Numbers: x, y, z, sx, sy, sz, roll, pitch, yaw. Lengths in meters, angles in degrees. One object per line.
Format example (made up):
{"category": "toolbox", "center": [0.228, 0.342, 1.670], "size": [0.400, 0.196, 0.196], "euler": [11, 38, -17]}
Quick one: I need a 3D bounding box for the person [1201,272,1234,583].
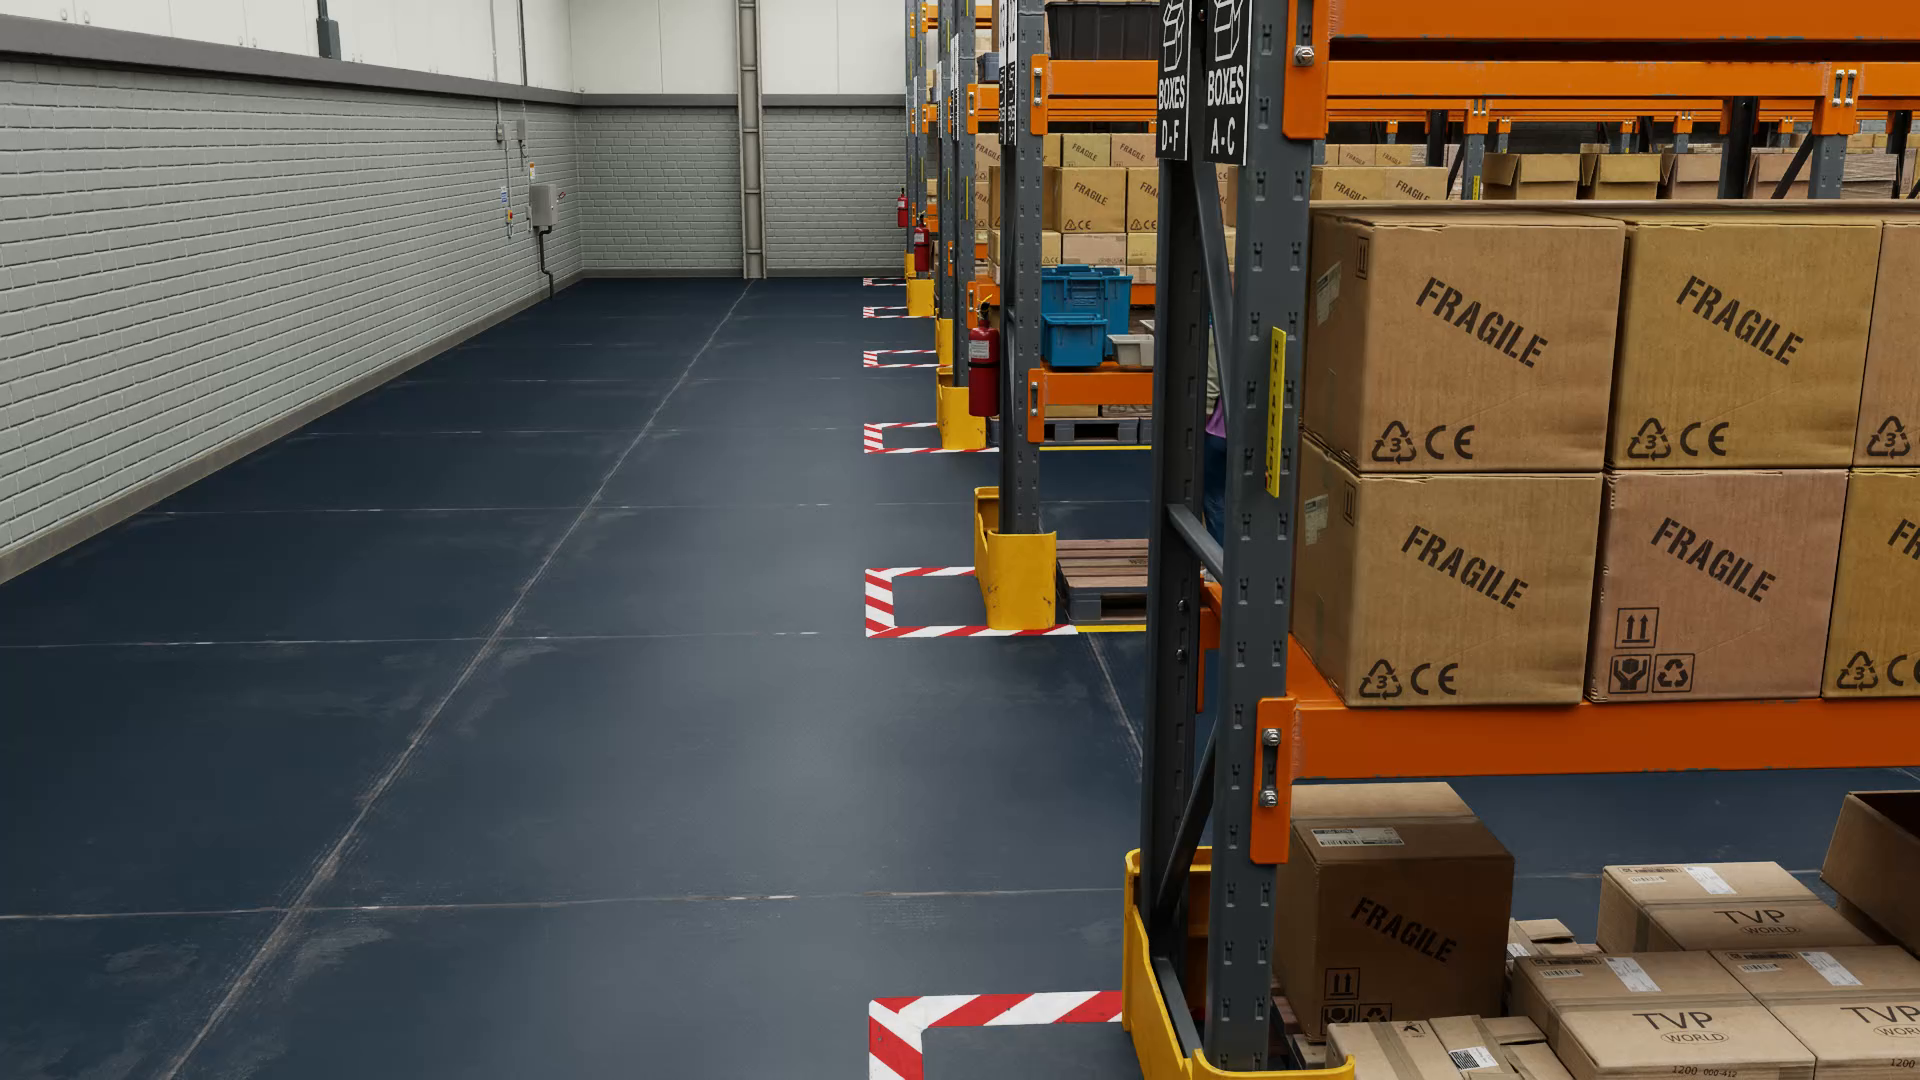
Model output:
{"category": "person", "center": [1.371, -0.543, 8.357], "size": [0.469, 1.592, 0.346], "euler": [-9, 16, -32]}
